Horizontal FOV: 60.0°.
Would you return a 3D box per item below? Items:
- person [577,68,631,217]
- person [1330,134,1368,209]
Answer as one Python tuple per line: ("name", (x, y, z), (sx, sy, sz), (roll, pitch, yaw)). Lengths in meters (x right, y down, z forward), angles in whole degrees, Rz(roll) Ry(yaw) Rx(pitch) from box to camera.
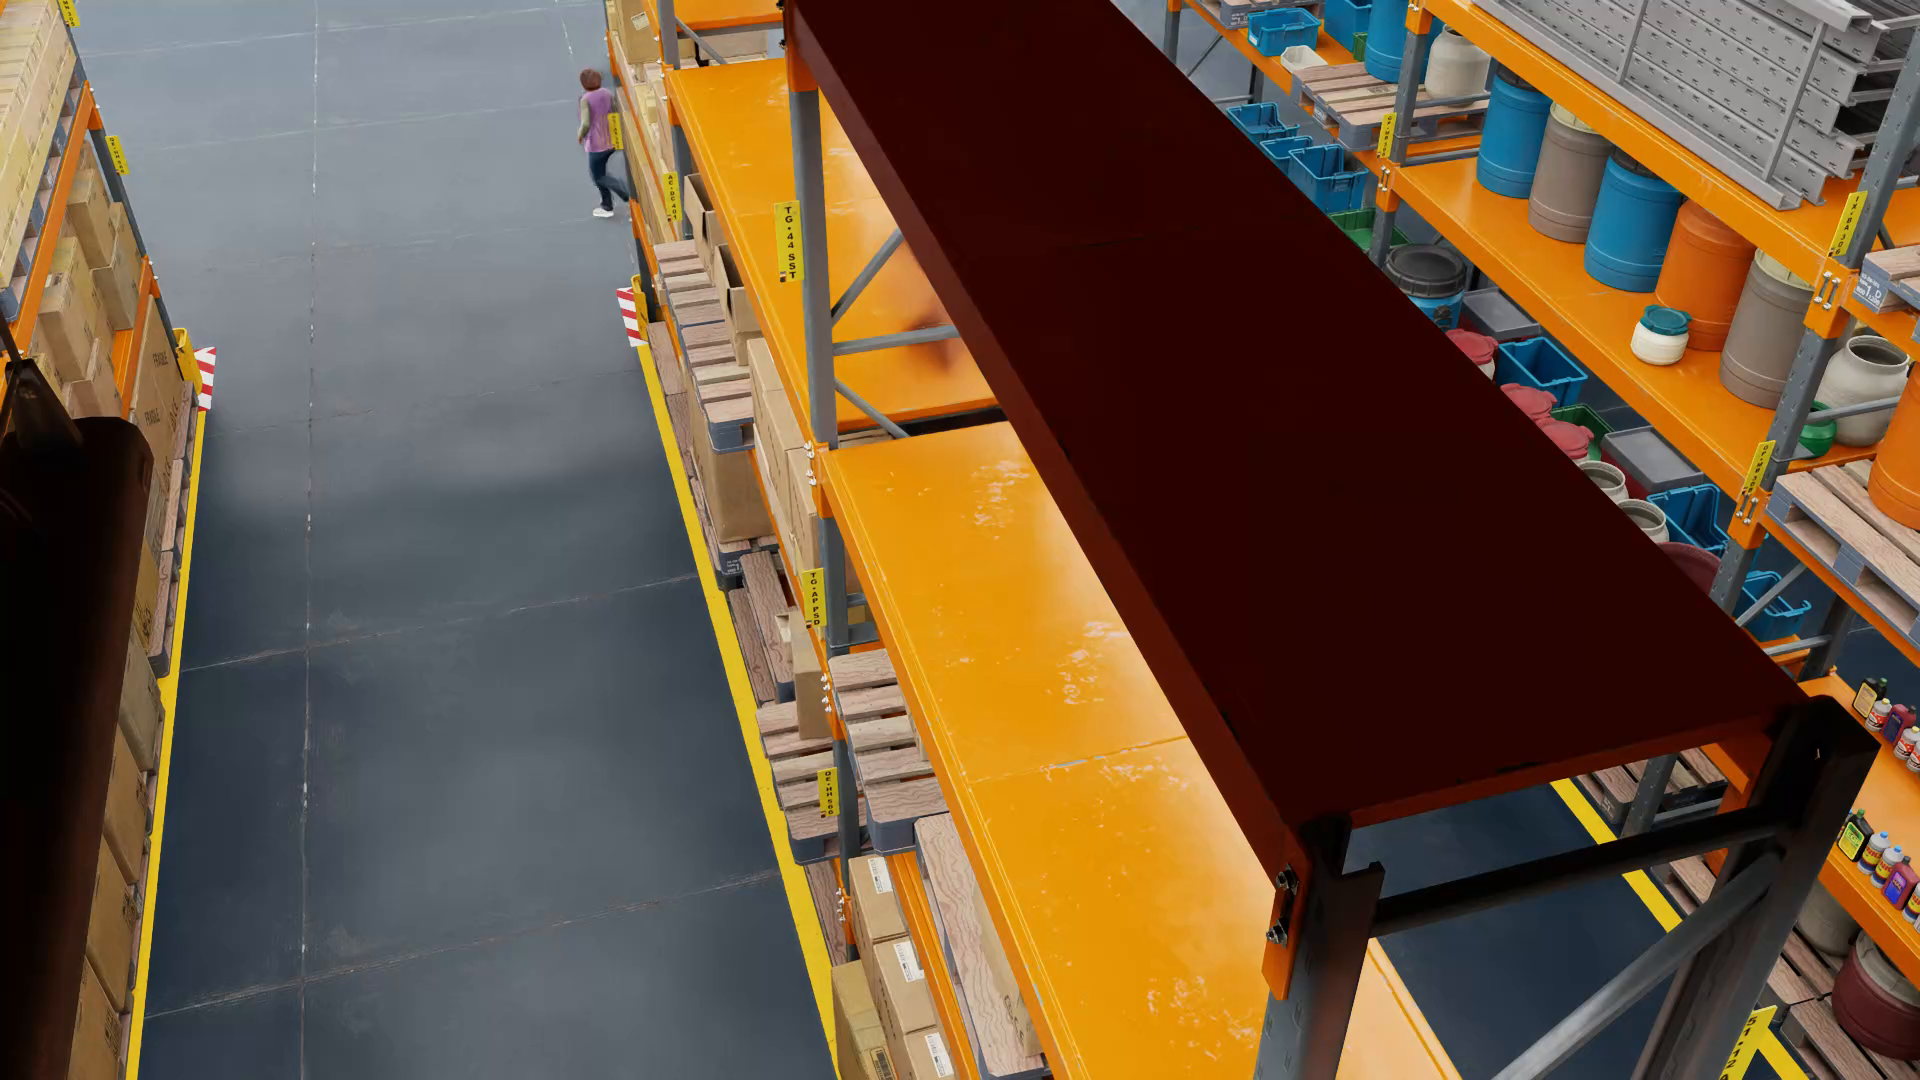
("person", (-3.477, -3.860, 16.443), (0.687, 1.589, 0.529), (22, 43, 25))
("person", (3.821, -3.820, 16.359), (0.616, 1.657, 0.784), (-16, 41, -19))
